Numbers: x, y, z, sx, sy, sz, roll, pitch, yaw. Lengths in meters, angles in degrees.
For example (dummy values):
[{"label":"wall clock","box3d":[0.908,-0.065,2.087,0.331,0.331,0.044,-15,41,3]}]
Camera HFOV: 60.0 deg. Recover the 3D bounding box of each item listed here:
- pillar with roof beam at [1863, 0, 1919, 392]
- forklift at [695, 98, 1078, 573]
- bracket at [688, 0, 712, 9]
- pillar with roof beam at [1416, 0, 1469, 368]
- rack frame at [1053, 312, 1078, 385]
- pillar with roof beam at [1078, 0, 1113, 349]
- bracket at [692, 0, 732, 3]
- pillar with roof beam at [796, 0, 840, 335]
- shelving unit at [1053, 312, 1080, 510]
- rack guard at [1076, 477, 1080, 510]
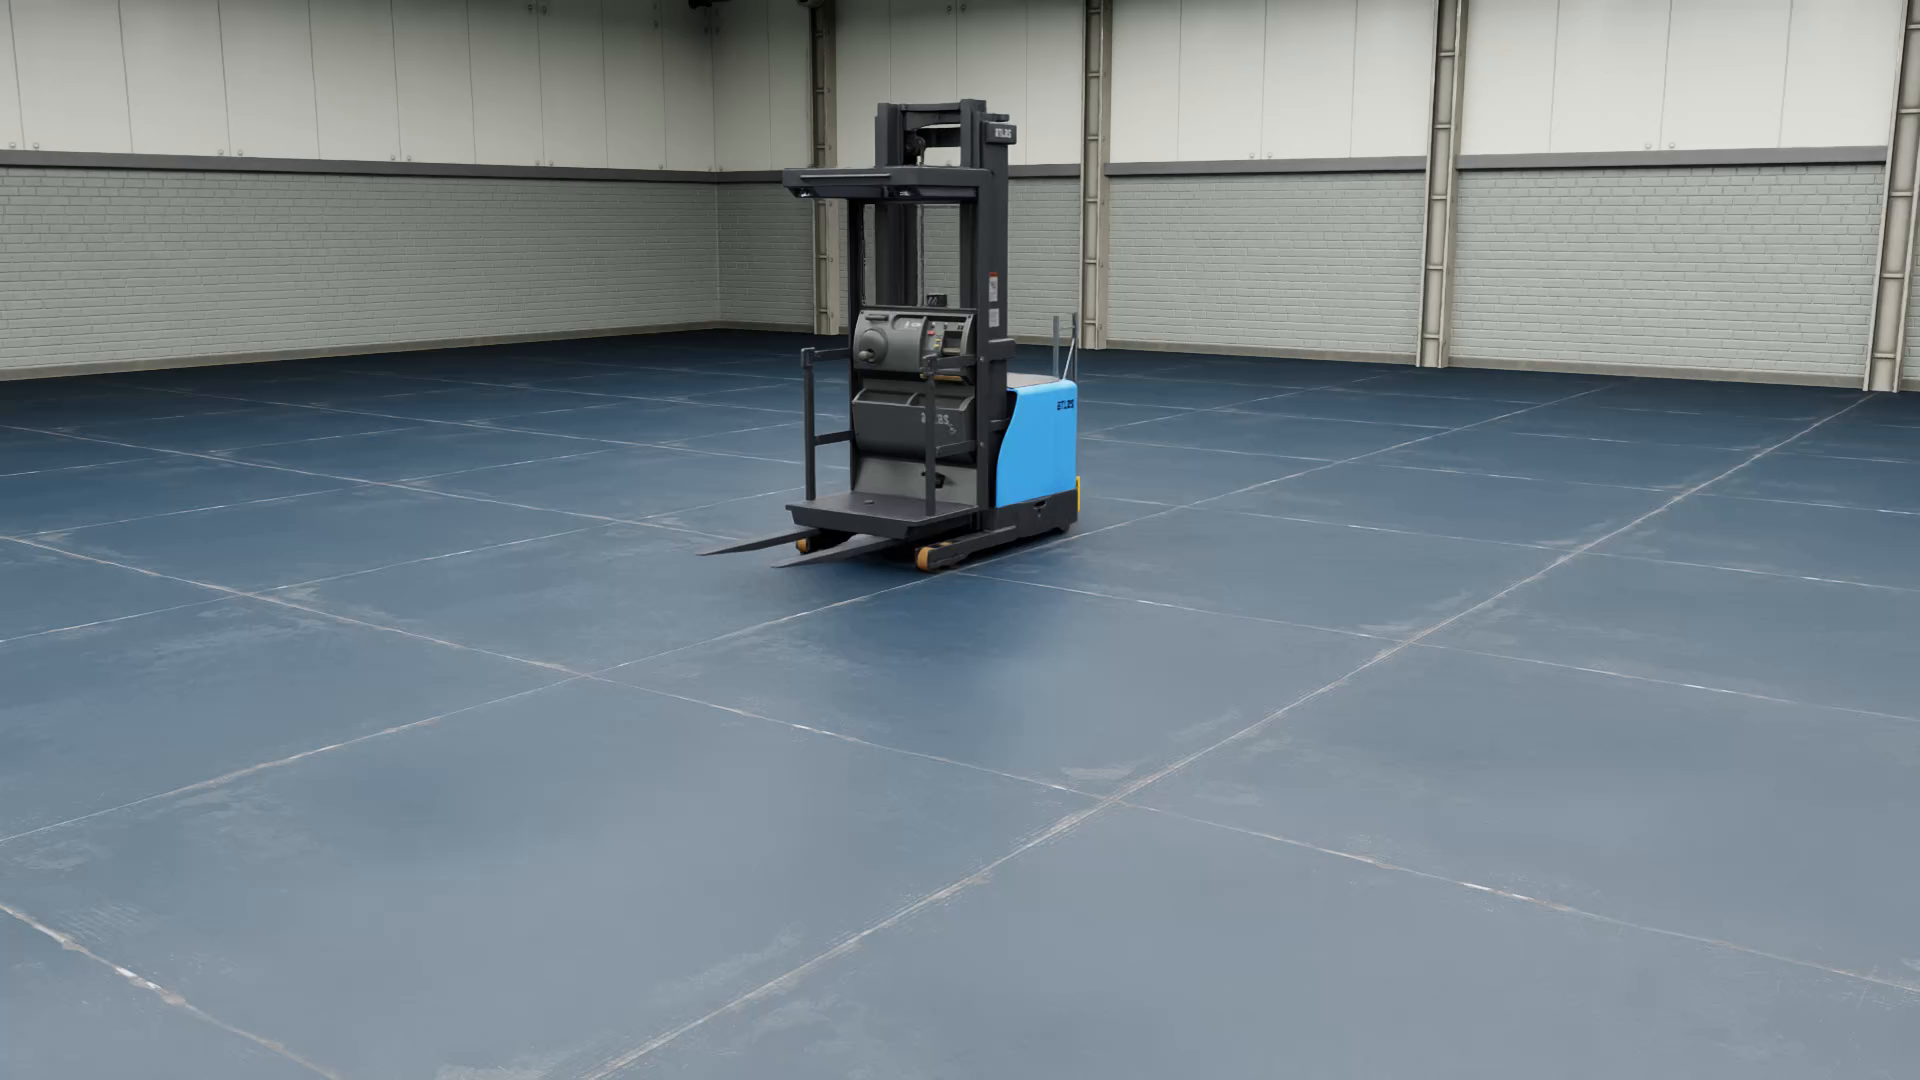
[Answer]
[{"label":"pillar with roof beam","box3d":[9.398,-5.698,17.292,0.400,9.000,9.100,8,13,36]},{"label":"forklift","box3d":[-0.432,-1.335,10.715,1.130,2.935,3.031,8,13,35]},{"label":"bracket","box3d":[-5.017,-10.407,32.154,0.430,0.232,0.235,8,13,36]},{"label":"pillar with roof beam","box3d":[4.562,-6.373,20.778,0.400,9.000,9.100,8,13,36]},{"label":"rack frame","box3d":[0.777,-0.921,12.342,0.032,1.500,0.500,4,12,21]},{"label":"pillar with roof beam","box3d":[-0.274,-7.047,24.265,0.400,9.000,9.100,8,13,36]},{"label":"bracket","box3d":[-4.541,-10.340,31.811,3.189,0.066,0.076,8,13,36]},{"label":"pillar with roof beam","box3d":[-5.110,-7.722,27.752,0.548,9.000,9.100,8,13,36]},{"label":"shelving unit","box3d":[0.311,-0.955,12.518,1.083,1.500,0.587,4,12,21]},{"label":"rack guard","box3d":[0.776,-0.308,12.461,0.087,0.250,0.587,4,12,21]}]
